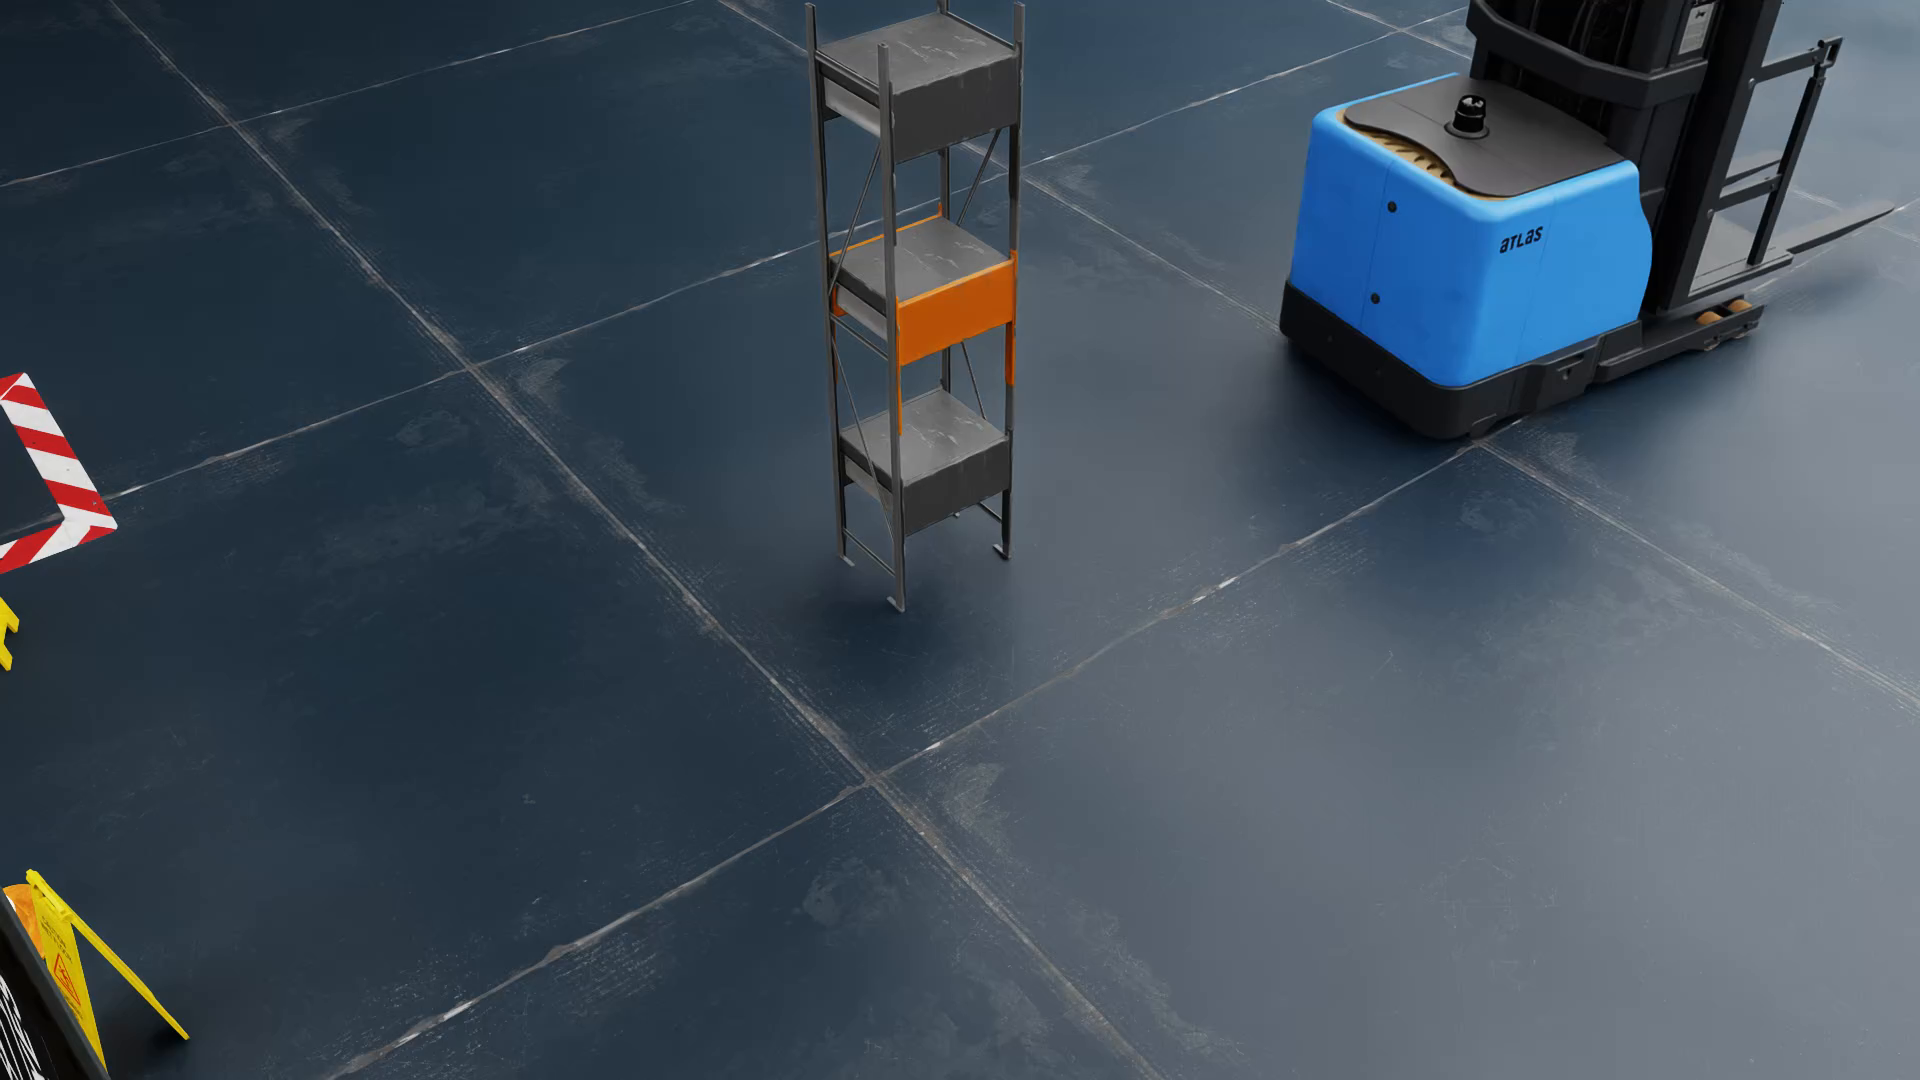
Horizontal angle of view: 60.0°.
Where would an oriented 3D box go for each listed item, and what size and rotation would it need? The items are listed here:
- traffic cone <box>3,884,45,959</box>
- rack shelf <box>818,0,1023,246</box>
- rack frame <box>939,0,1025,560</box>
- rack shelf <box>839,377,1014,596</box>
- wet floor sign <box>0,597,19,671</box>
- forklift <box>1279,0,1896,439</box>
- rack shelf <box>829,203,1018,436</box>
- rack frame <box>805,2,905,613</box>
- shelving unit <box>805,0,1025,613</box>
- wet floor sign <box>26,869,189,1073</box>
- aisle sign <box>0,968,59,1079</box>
[{"bbox_3d":[-2.820,0.988,4.681,0.334,0.463,0.336,-26,46,-28],"label":"traffic cone"},{"bbox_3d":[-0.131,-1.278,5.071,0.480,0.518,0.431,-26,46,-28],"label":"rack shelf"},{"bbox_3d":[0.062,-0.842,5.621,0.015,2.100,0.400,-26,46,-28],"label":"rack frame"},{"bbox_3d":[-0.131,-0.196,5.959,0.480,0.518,0.431,-26,46,-28],"label":"rack shelf"},{"bbox_3d":[-3.408,0.140,5.571,0.232,0.644,0.267,-11,41,-13],"label":"wet floor sign"},{"bbox_3d":[2.926,-2.228,6.654,3.031,2.935,1.130,-21,44,-23],"label":"forklift"},{"bbox_3d":[-0.131,-0.737,5.515,0.480,0.518,0.431,-26,46,-28],"label":"rack shelf"},{"bbox_3d":[-0.325,-0.654,5.391,0.015,2.100,0.400,-26,46,-28],"label":"rack frame"},{"bbox_3d":[-0.131,-0.748,5.506,0.503,2.100,0.431,-26,46,-28],"label":"shelving unit"},{"bbox_3d":[-2.298,1.119,4.378,0.267,0.644,0.232,30,48,31],"label":"wet floor sign"},{"bbox_3d":[-0.875,0.334,1.429,0.004,0.787,0.394,-26,46,-28],"label":"aisle sign"}]
